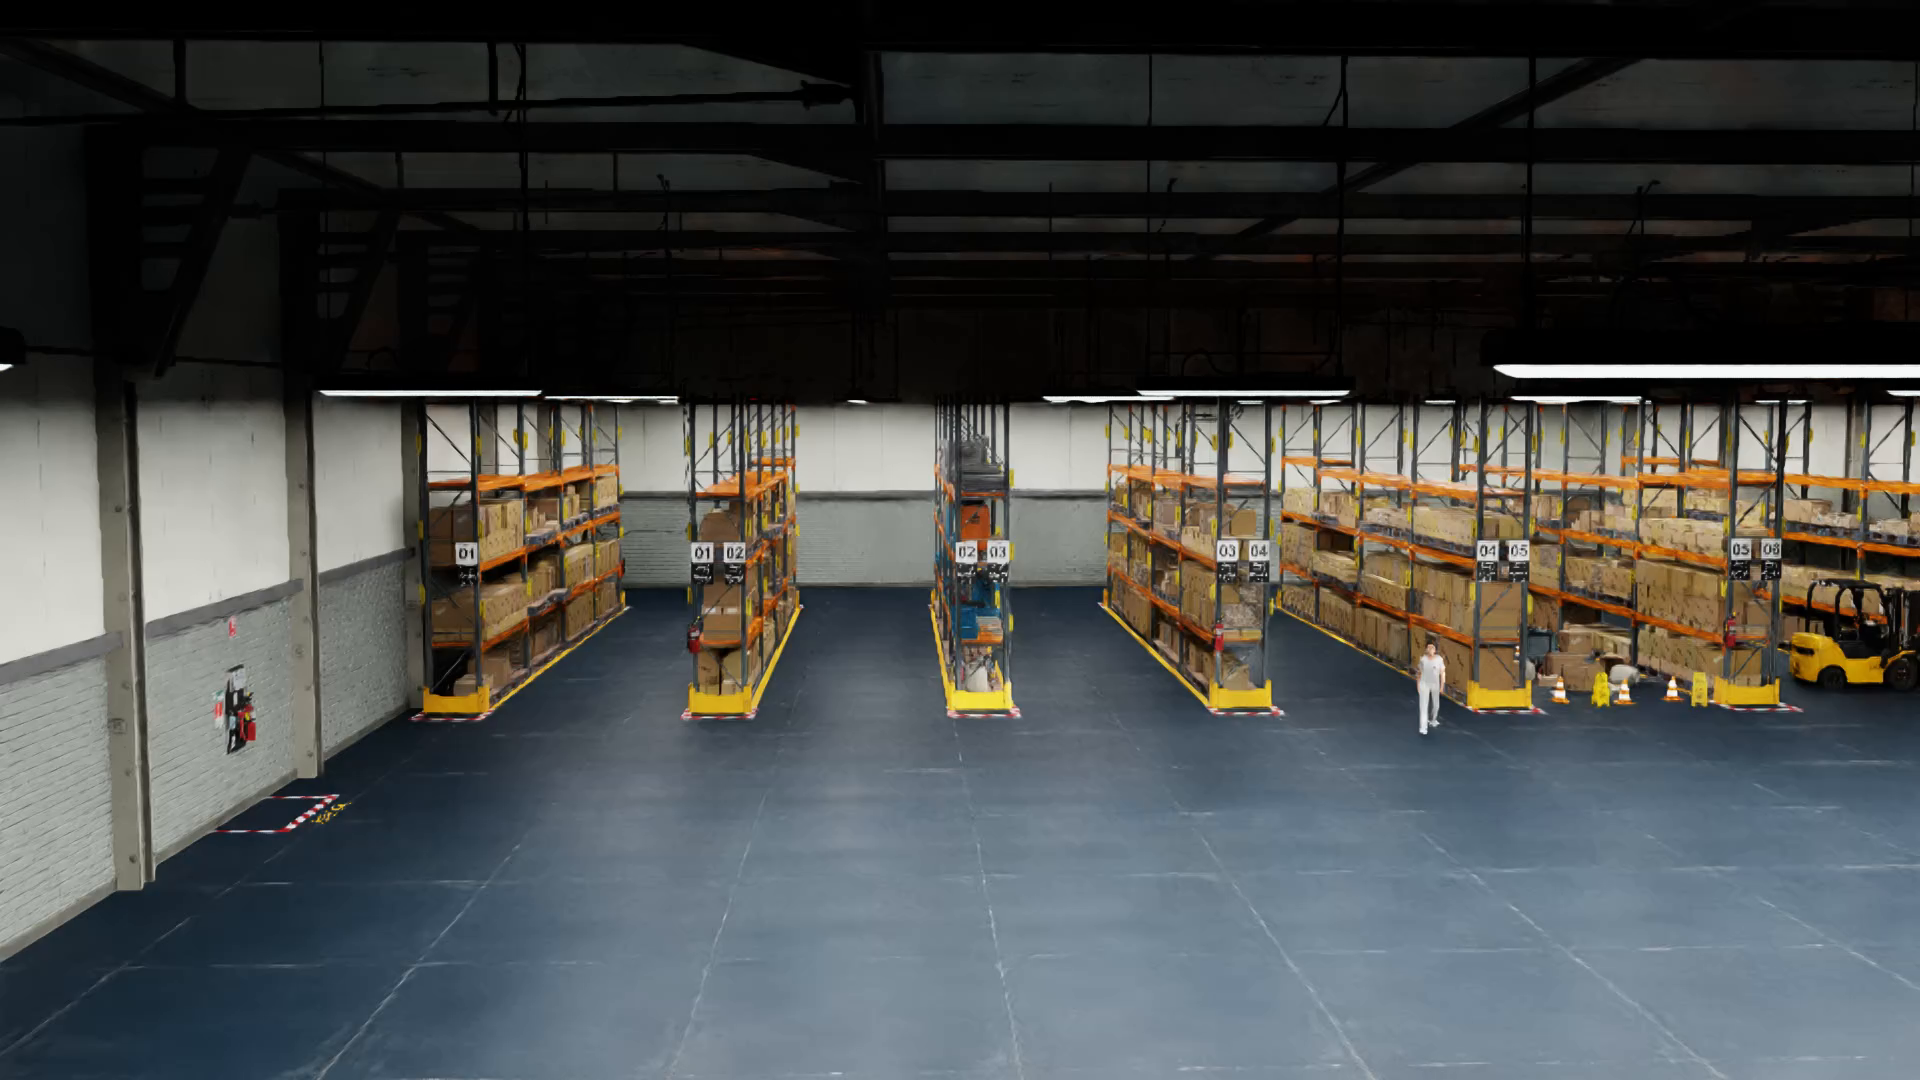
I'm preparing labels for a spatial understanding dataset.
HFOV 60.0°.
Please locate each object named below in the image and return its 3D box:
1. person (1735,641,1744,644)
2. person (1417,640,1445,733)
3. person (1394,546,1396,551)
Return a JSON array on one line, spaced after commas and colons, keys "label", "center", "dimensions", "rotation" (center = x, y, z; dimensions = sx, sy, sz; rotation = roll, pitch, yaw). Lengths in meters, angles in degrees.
[{"label": "person", "center": [17.392, 1.911, 37.384], "dimensions": [0.549, 1.616, 0.599], "rotation": [2, 5, 27]}, {"label": "person", "center": [8.297, 2.563, 29.300], "dimensions": [0.463, 1.620, 0.924], "rotation": [1, 5, 14]}, {"label": "person", "center": [12.690, 1.005, 48.257], "dimensions": [0.624, 1.722, 0.645], "rotation": [-2, 5, -22]}]
